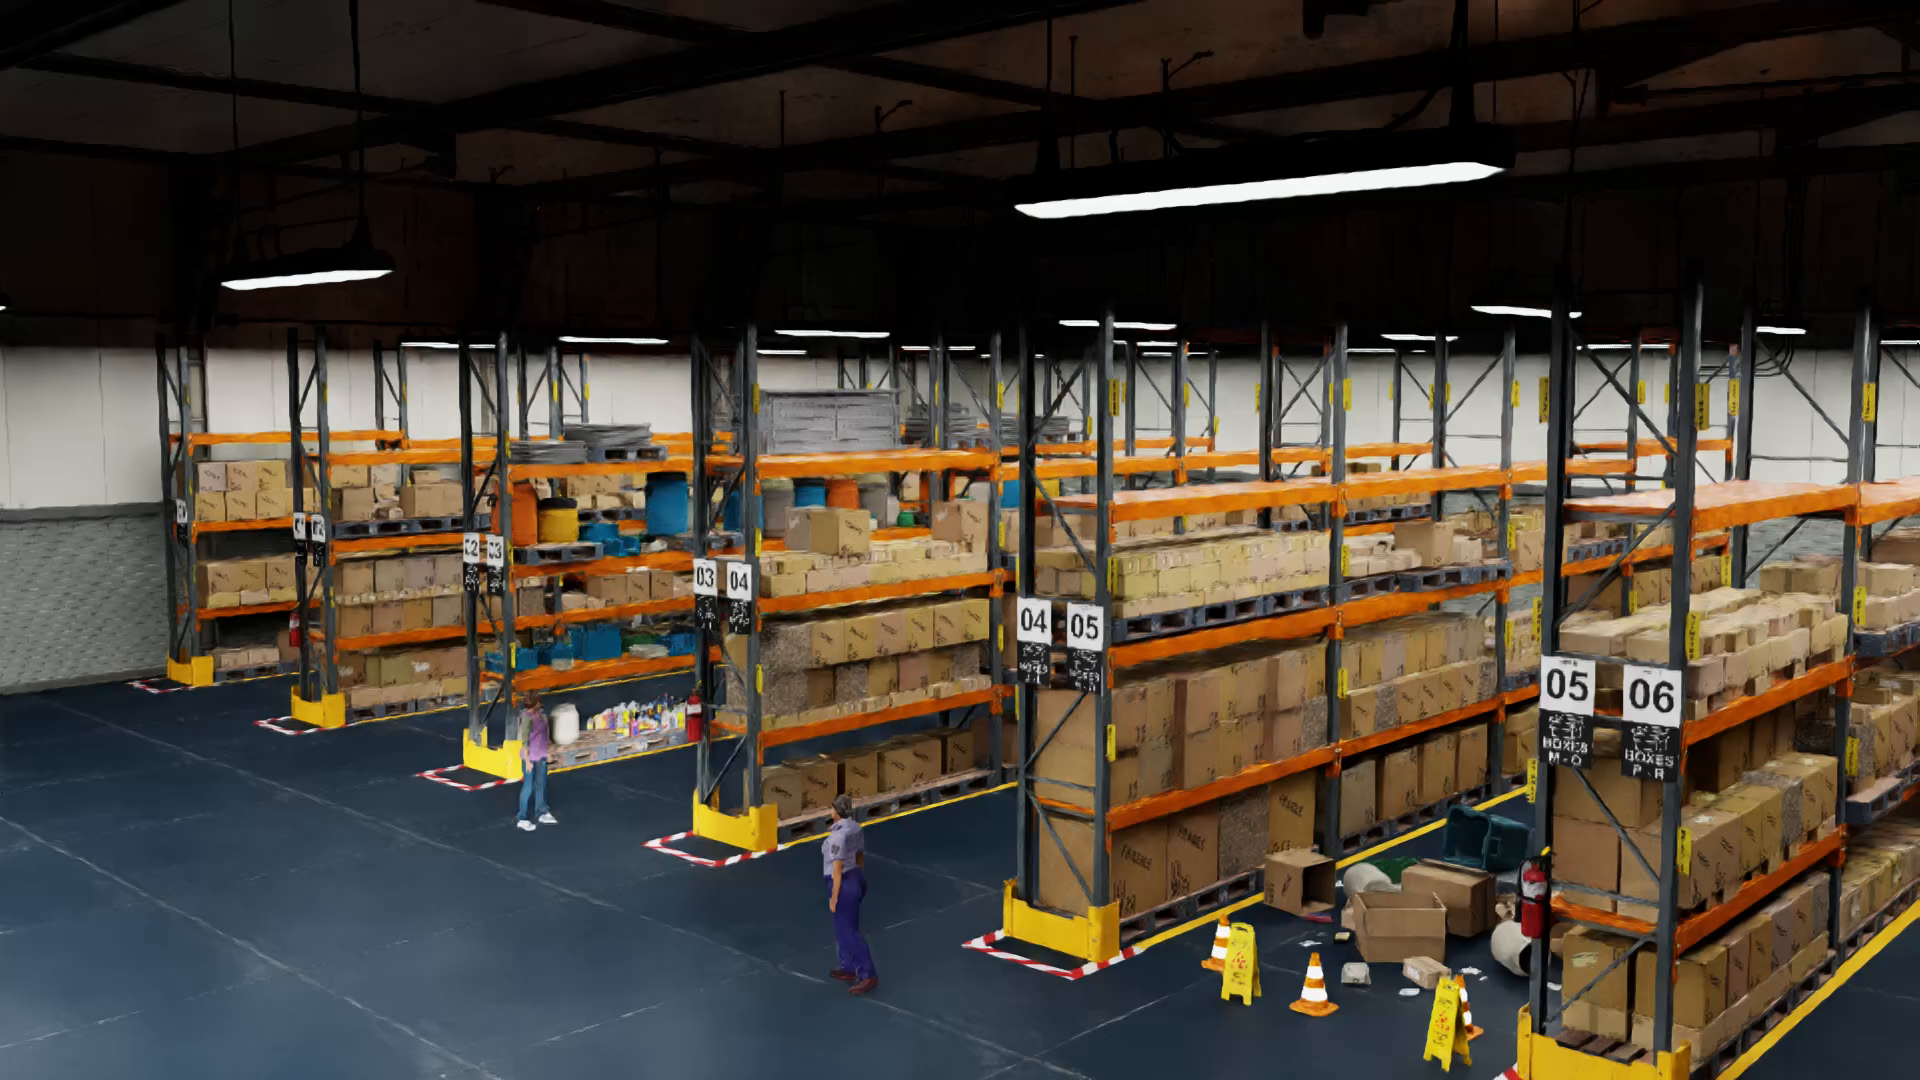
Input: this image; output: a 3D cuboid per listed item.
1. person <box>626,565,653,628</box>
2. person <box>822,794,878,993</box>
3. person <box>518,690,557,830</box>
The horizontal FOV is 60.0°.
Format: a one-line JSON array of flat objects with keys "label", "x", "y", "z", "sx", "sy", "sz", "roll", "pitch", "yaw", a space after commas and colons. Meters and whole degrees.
[{"label": "person", "x": -6.567, "y": 1.122, "z": 33.773, "sx": 0.580, "sy": 1.715, "sz": 1.105, "roll": 4, "pitch": 7, "yaw": 35}, {"label": "person", "x": -0.937, "y": 3.018, "z": 14.317, "sx": 0.526, "sy": 1.640, "sz": 0.595, "roll": 2, "pitch": 6, "yaw": 17}, {"label": "person", "x": -4.934, "y": 2.542, "z": 19.353, "sx": 0.406, "sy": 1.600, "sz": 0.468, "roll": 1, "pitch": 5, "yaw": 12}]
